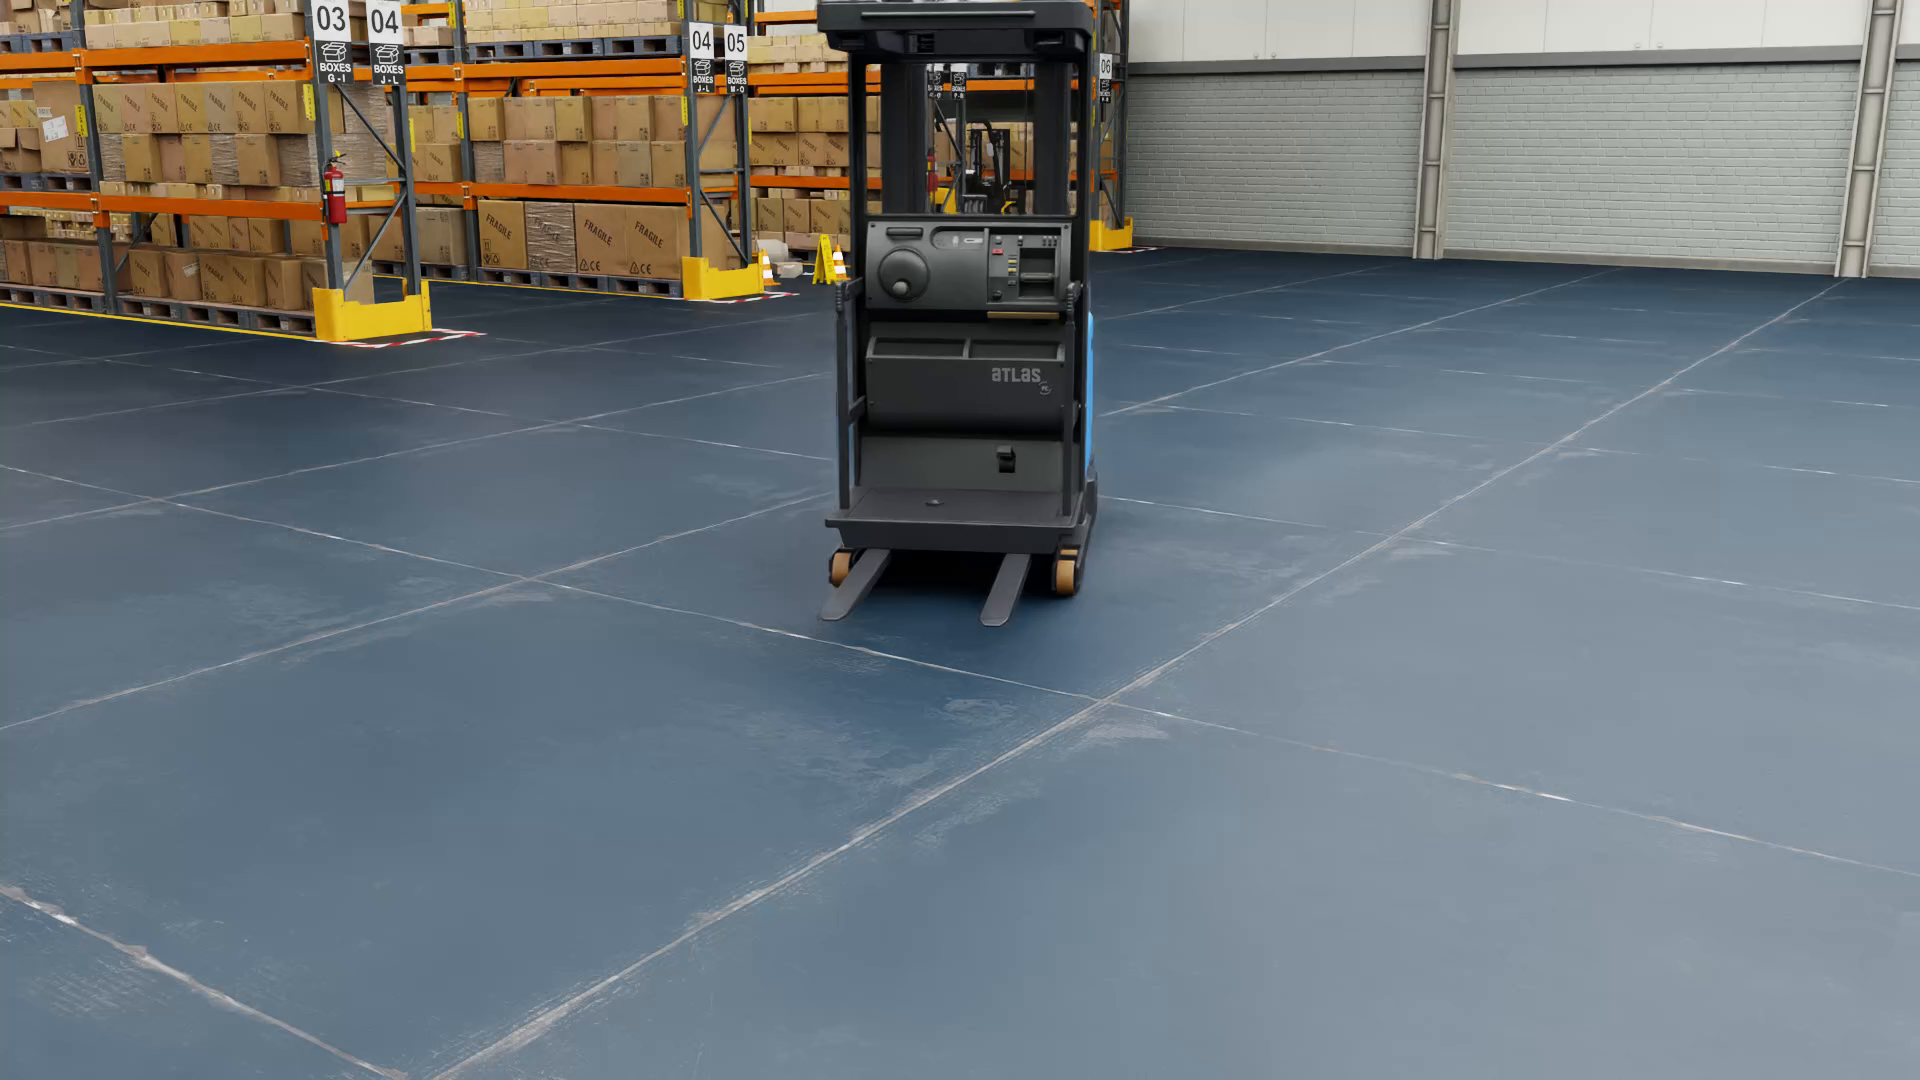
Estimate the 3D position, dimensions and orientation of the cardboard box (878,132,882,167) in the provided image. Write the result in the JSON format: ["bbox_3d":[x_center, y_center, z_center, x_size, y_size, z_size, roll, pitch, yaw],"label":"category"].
[{"bbox_3d":[-0.846,-5.683,24.213,0.500,0.500,0.500,9,16,32],"label":"cardboard box"}]

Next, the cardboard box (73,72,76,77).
[{"bbox_3d":[-13.844,-7.546,26.634,0.500,0.250,0.500,9,17,33],"label":"cardboard box"}]

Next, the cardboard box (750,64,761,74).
[{"bbox_3d":[-2.986,-7.195,25.427,0.250,0.149,0.380,9,17,33],"label":"cardboard box"}]

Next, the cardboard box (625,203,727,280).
[{"bbox_3d":[-3.521,-3.722,20.666,0.875,0.875,0.875,9,17,33],"label":"cardboard box"}]

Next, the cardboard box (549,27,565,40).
[{"bbox_3d":[-4.866,-6.275,20.626,0.250,0.149,0.380,9,17,34],"label":"cardboard box"}]

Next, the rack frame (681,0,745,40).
[{"bbox_3d":[-2.921,-7.384,19.426,0.127,3.000,1.000,9,17,33],"label":"rack frame"}]

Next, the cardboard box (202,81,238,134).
[{"bbox_3d":[-7.199,-4.333,16.677,0.500,0.500,0.500,9,17,33],"label":"cardboard box"}]

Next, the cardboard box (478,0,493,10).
[{"bbox_3d":[-5.915,-6.832,21.217,0.250,0.149,0.380,9,17,32],"label":"cardboard box"}]

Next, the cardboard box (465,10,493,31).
[{"bbox_3d":[-5.991,-6.667,21.383,0.500,0.250,0.500,9,17,33],"label":"cardboard box"}]

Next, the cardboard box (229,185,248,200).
[{"bbox_3d":[-7.171,-3.536,16.889,0.250,0.149,0.380,9,17,33],"label":"cardboard box"}]

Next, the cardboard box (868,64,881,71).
[{"bbox_3d":[-1.121,-6.868,24.106,0.250,0.149,0.380,10,17,34],"label":"cardboard box"}]

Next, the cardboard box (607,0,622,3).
[{"bbox_3d":[-4.025,-6.526,19.982,0.250,0.149,0.380,10,17,34],"label":"cardboard box"}]

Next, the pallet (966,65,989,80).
[{"bbox_3d":[-0.072,-8.303,29.565,1.213,0.211,1.003,9,17,33],"label":"pallet"}]

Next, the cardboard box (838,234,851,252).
[{"bbox_3d":[-1.489,-4.468,24.977,0.500,0.250,0.500,9,17,33],"label":"cardboard box"}]

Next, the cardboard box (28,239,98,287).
[{"bbox_3d":[-10.439,-3.263,19.547,0.500,0.500,0.700,8,16,28],"label":"cardboard box"}]

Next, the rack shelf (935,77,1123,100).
[{"bbox_3d":[0.865,-7.838,28.998,4.000,0.370,1.077,9,17,33],"label":"rack shelf"}]

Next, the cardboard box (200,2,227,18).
[{"bbox_3d":[-7.253,-5.224,16.426,0.250,0.149,0.380,8,16,30],"label":"cardboard box"}]

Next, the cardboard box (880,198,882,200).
[{"bbox_3d":[-1.214,-4.941,25.330,0.500,0.500,0.500,8,16,31],"label":"cardboard box"}]

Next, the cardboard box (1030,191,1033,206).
[{"bbox_3d":[1.542,-5.884,28.619,0.500,0.250,0.500,10,17,34],"label":"cardboard box"}]

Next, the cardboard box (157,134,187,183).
[{"bbox_3d":[-7.887,-4.032,17.543,0.500,0.500,0.875,9,17,33],"label":"cardboard box"}]

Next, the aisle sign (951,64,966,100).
[{"bbox_3d":[-0.018,-6.788,24.092,0.004,0.787,0.394,9,17,33],"label":"aisle sign"}]

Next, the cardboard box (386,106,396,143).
[{"bbox_3d":[-7.502,-5.744,22.997,0.500,0.500,0.700,9,17,33],"label":"cardboard box"}]

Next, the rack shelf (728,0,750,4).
[{"bbox_3d":[-5.221,-8.646,26.853,4.000,0.370,1.077,9,17,33],"label":"rack shelf"}]

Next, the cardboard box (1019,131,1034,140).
[{"bbox_3d":[1.224,-6.954,28.615,0.250,0.149,0.380,9,16,31],"label":"cardboard box"}]

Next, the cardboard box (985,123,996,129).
[{"bbox_3d":[0.635,-7.218,29.063,0.250,0.149,0.380,9,17,33],"label":"cardboard box"}]

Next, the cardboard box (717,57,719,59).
[{"bbox_3d":[-4.127,-7.646,26.162,0.500,0.250,0.500,9,16,32],"label":"cardboard box"}]

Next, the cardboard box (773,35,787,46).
[{"bbox_3d":[-2.599,-7.493,24.971,0.250,0.149,0.380,9,16,31],"label":"cardboard box"}]

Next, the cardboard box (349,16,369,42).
[{"bbox_3d":[-6.029,-4.996,16.333,0.500,0.250,0.500,10,17,34],"label":"cardboard box"}]

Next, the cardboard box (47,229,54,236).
[{"bbox_3d":[-15.318,-5.197,28.134,0.250,0.149,0.380,9,17,33],"label":"cardboard box"}]

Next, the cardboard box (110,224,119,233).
[{"bbox_3d":[-13.549,-5.058,26.955,0.250,0.149,0.380,8,16,30],"label":"cardboard box"}]

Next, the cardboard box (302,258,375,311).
[{"bbox_3d":[-6.282,-2.574,16.808,0.500,0.500,0.500,13,19,43],"label":"cardboard box"}]

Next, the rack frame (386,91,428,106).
[{"bbox_3d":[-10.200,-7.082,30.690,0.127,3.000,1.000,9,17,33],"label":"rack frame"}]

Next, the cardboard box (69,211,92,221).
[{"bbox_3d":[-14.587,-5.401,27.722,0.250,0.149,0.380,9,17,33],"label":"cardboard box"}]

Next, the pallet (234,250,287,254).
[{"bbox_3d":[-10.207,-4.297,25.240,1.213,0.211,1.003,9,17,33],"label":"pallet"}]

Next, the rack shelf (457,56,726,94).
[{"bbox_3d":[-4.581,-5.847,20.956,4.000,0.370,1.077,9,17,33],"label":"rack shelf"}]

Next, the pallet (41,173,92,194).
[{"bbox_3d":[-9.645,-4.072,18.928,1.213,0.211,1.003,9,17,33],"label":"pallet"}]

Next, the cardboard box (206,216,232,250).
[{"bbox_3d":[-11.128,-4.710,25.434,0.500,0.500,0.500,8,16,30],"label":"cardboard box"}]

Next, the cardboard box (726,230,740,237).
[{"bbox_3d":[-3.432,-4.382,24.979,0.500,0.500,0.500,-4,14,-16],"label":"cardboard box"}]

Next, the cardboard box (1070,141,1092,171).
[{"bbox_3d":[1.970,-6.525,28.232,0.500,0.500,0.500,9,16,32],"label":"cardboard box"}]

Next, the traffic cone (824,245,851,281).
[{"bbox_3d":[-1.656,-3.775,22.609,0.334,0.463,0.336,9,17,33],"label":"traffic cone"}]

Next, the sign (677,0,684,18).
[{"bbox_3d":[-3.235,-6.213,19.260,0.005,0.325,0.100,9,17,33],"label":"sign"}]

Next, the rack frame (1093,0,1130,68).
[{"bbox_3d":[2.525,-9.375,27.468,0.127,3.000,1.000,9,17,33],"label":"rack frame"}]

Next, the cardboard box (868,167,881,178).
[{"bbox_3d":[-1.145,-5.409,24.453,0.250,0.149,0.380,9,16,32],"label":"cardboard box"}]

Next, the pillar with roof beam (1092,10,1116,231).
[{"bbox_3d":[0.047,-8.790,25.103,0.400,9.000,9.100,9,17,33],"label":"pillar with roof beam"}]

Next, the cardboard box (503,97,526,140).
[{"bbox_3d":[-5.432,-5.499,21.734,0.550,0.550,0.875,9,17,33],"label":"cardboard box"}]

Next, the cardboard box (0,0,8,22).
[{"bbox_3d":[-11.325,-6.068,19.102,0.500,0.500,0.500,9,16,31],"label":"cardboard box"}]

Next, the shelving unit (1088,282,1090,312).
[{"bbox_3d":[0.548,-0.812,9.104,0.258,1.200,0.189,-7,16,-28],"label":"shelving unit"}]

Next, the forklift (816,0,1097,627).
[{"bbox_3d":[0.011,-1.262,7.320,1.130,2.935,3.031,2,14,7],"label":"forklift"}]

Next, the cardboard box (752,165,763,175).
[{"bbox_3d":[-3.003,-5.728,25.742,0.250,0.149,0.380,9,17,33],"label":"cardboard box"}]

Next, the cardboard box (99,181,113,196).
[{"bbox_3d":[-9.082,-3.822,18.045,0.250,0.149,0.380,9,17,33],"label":"cardboard box"}]
